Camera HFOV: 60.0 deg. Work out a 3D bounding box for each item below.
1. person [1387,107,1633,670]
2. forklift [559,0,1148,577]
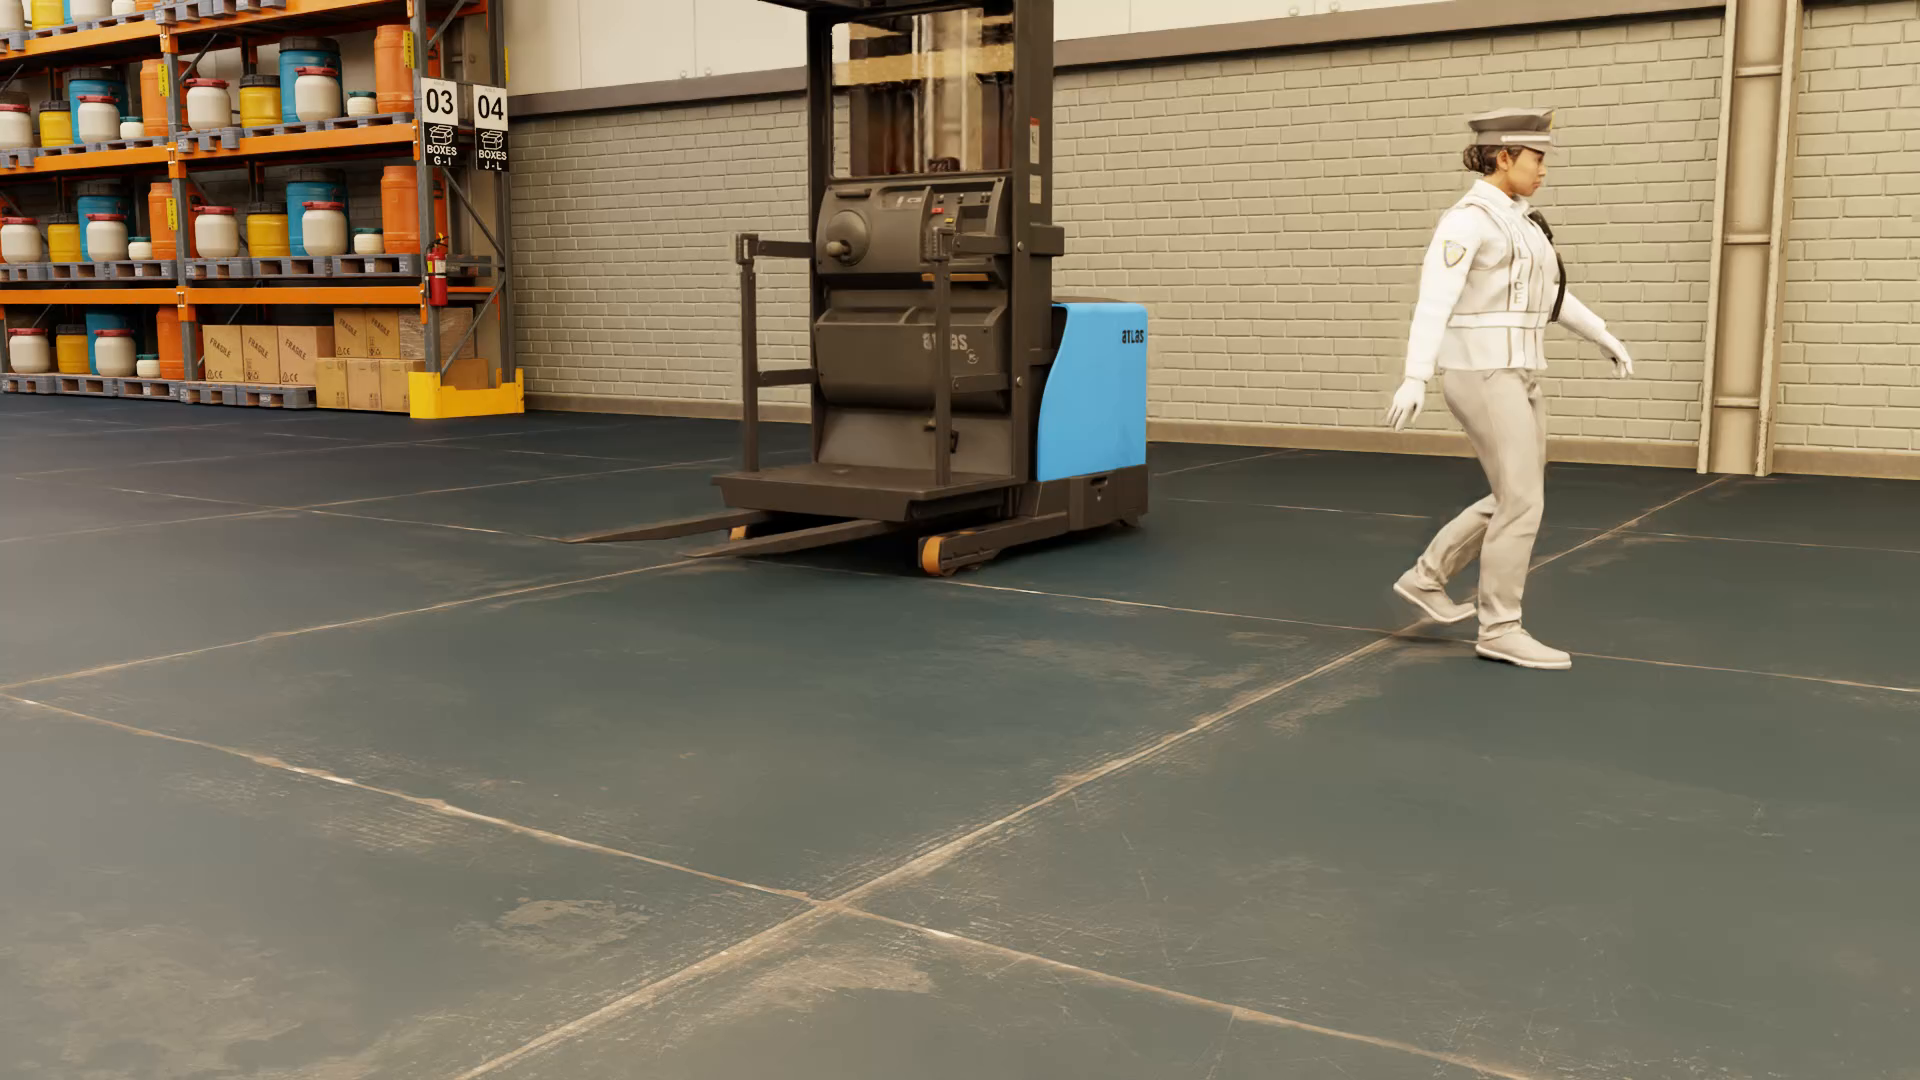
[{"bbox_3d":[1.623,-0.461,5.028,0.638,1.651,0.787,5,10,33],"label":"person"},{"bbox_3d":[-0.333,-1.379,6.889,1.130,2.935,3.031,5,10,33],"label":"forklift"}]
